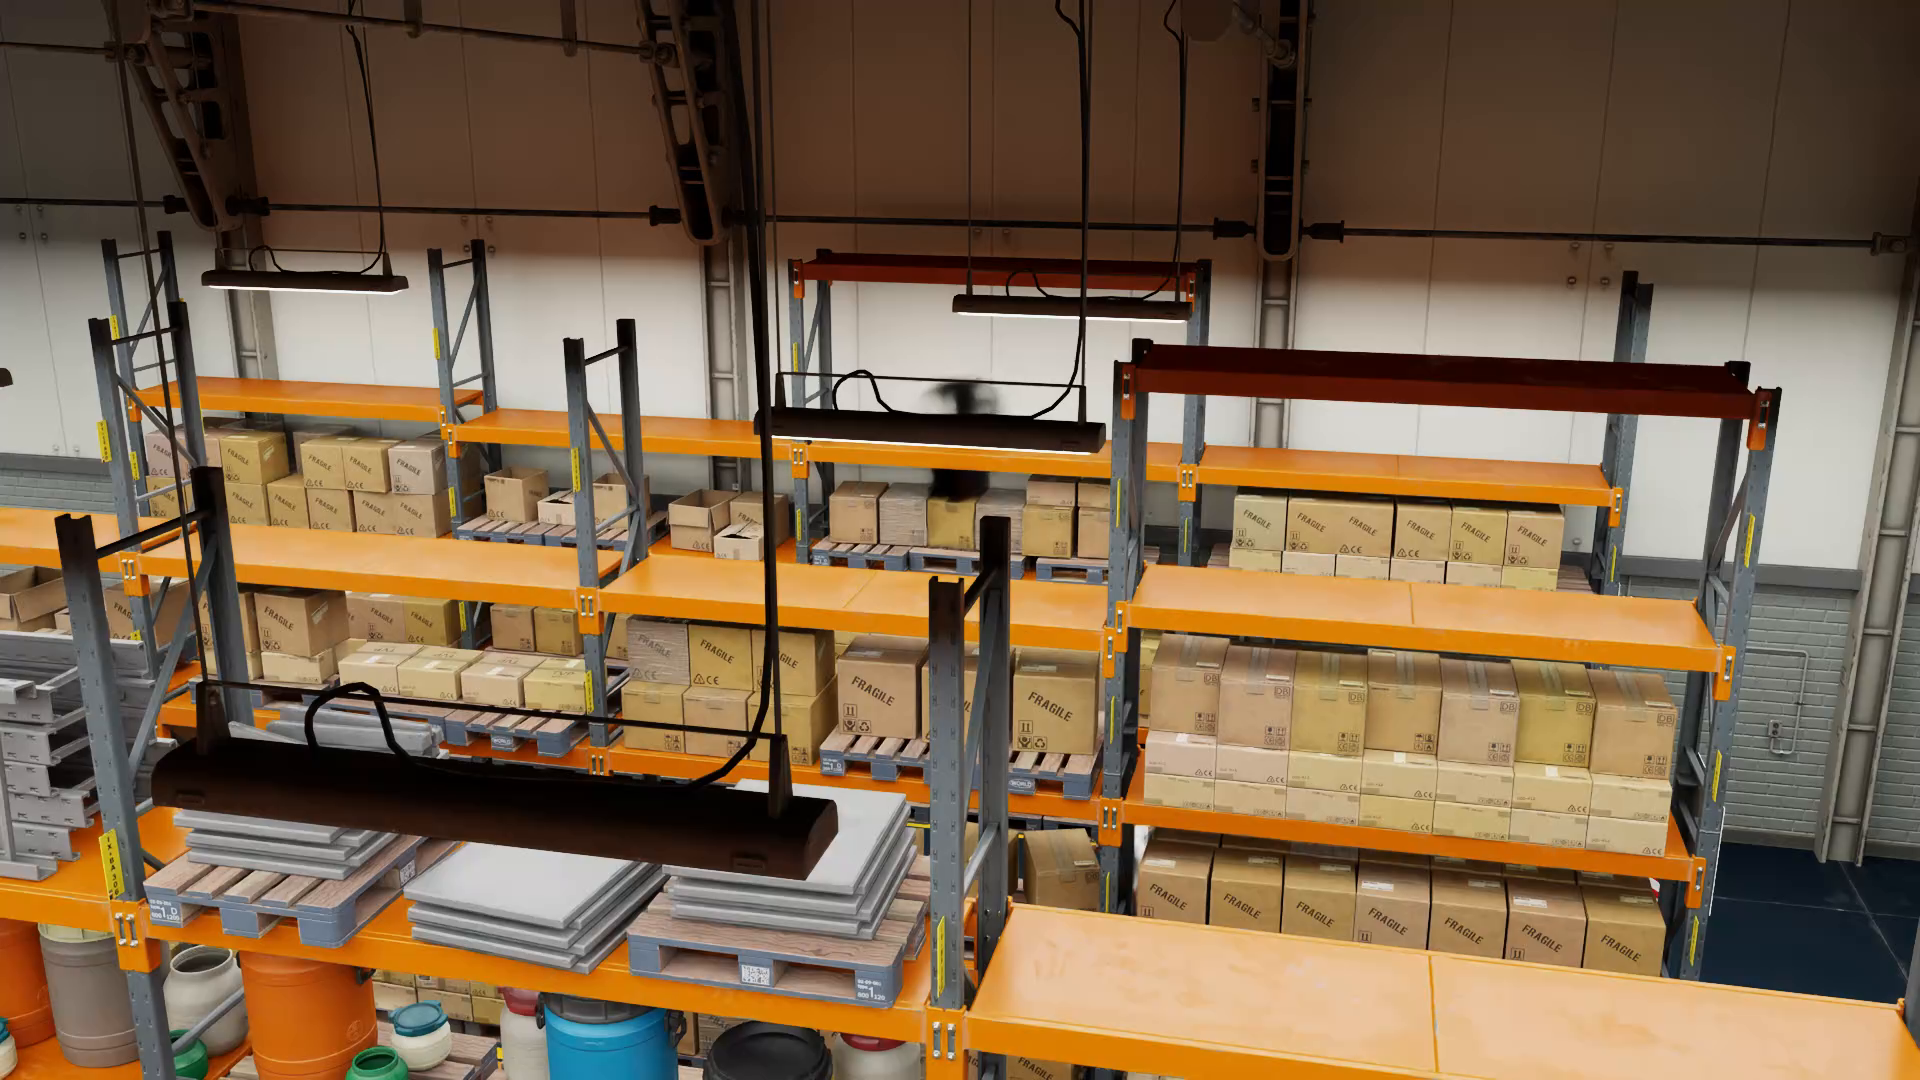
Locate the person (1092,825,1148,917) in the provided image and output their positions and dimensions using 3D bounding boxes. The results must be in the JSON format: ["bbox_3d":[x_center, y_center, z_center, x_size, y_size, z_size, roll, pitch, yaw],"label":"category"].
[{"bbox_3d":[1.474,3.090,14.688,0.826,1.812,0.677,6,17,19],"label":"person"}]
